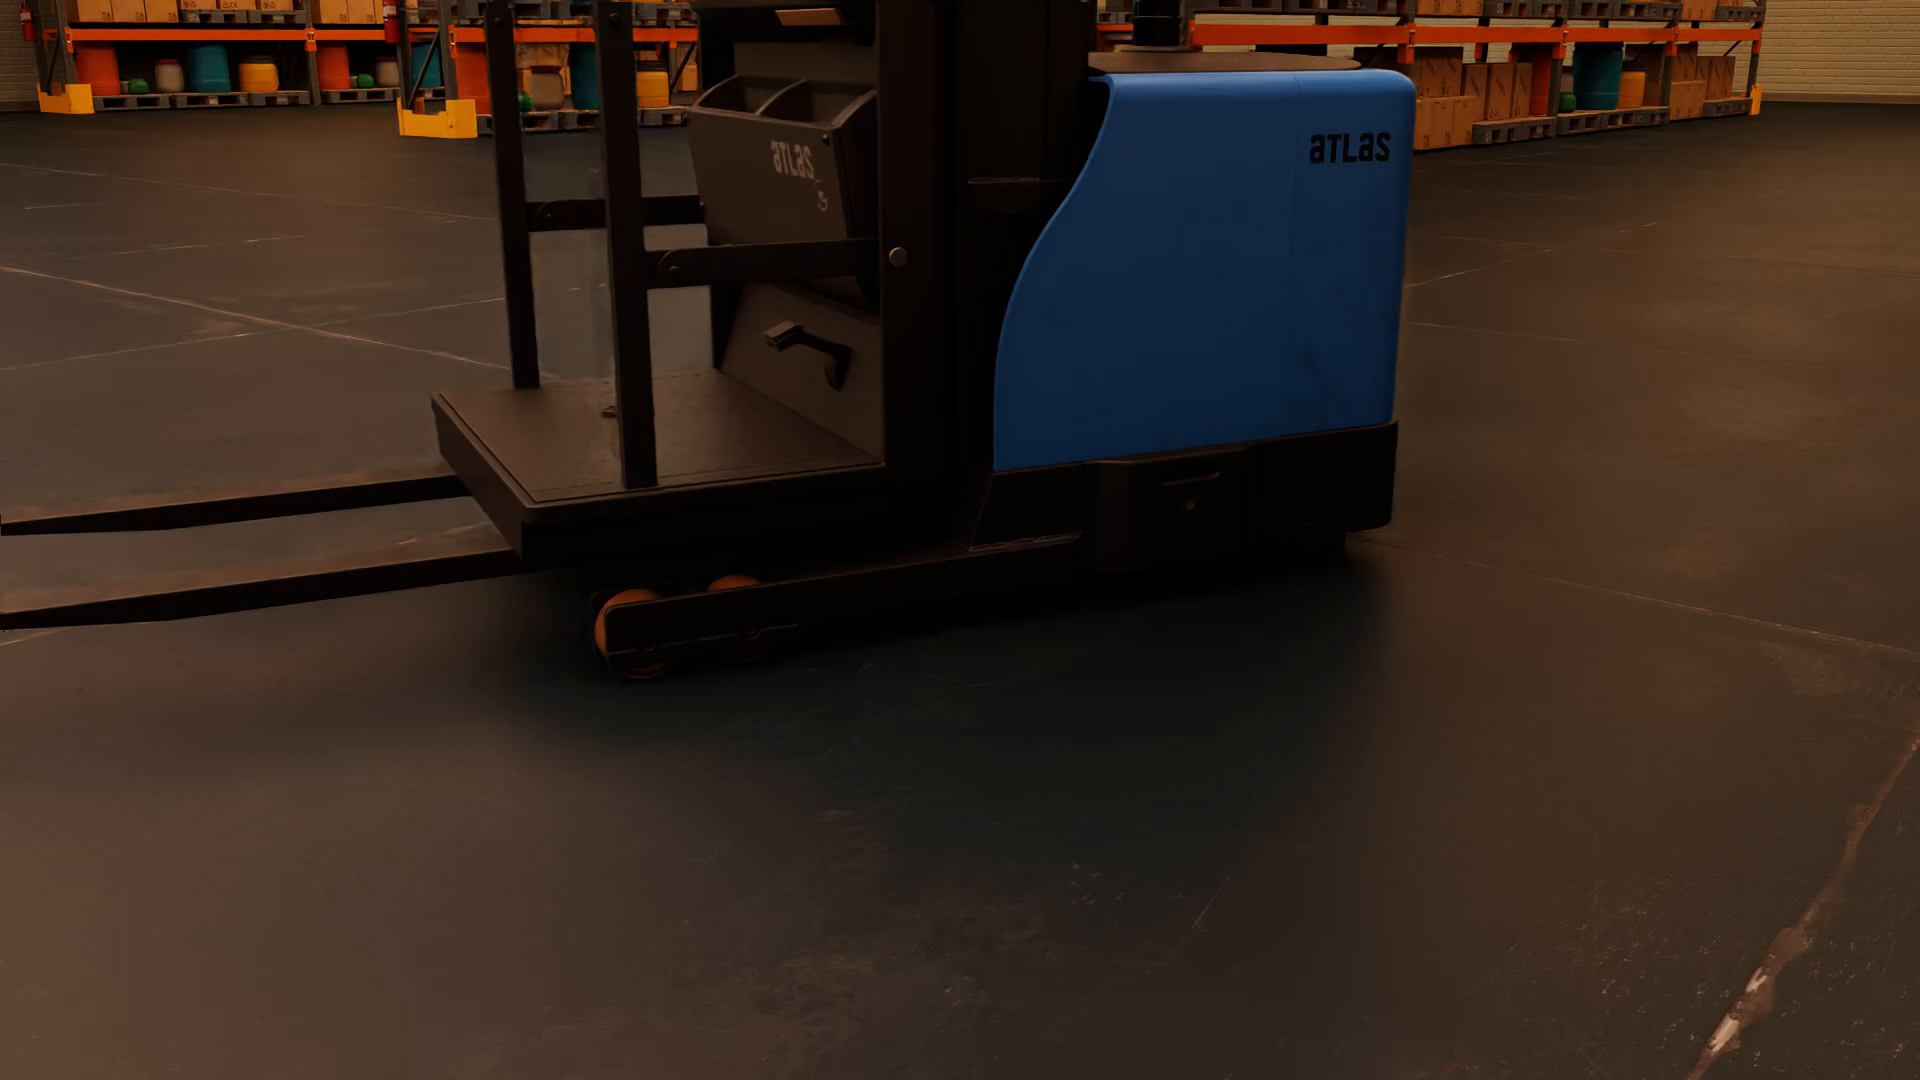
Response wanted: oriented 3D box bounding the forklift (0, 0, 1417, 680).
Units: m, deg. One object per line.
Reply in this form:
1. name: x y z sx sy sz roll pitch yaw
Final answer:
1. forklift: -0.558 -1.318 3.237 3.031 2.935 1.130 -8 19 -25
